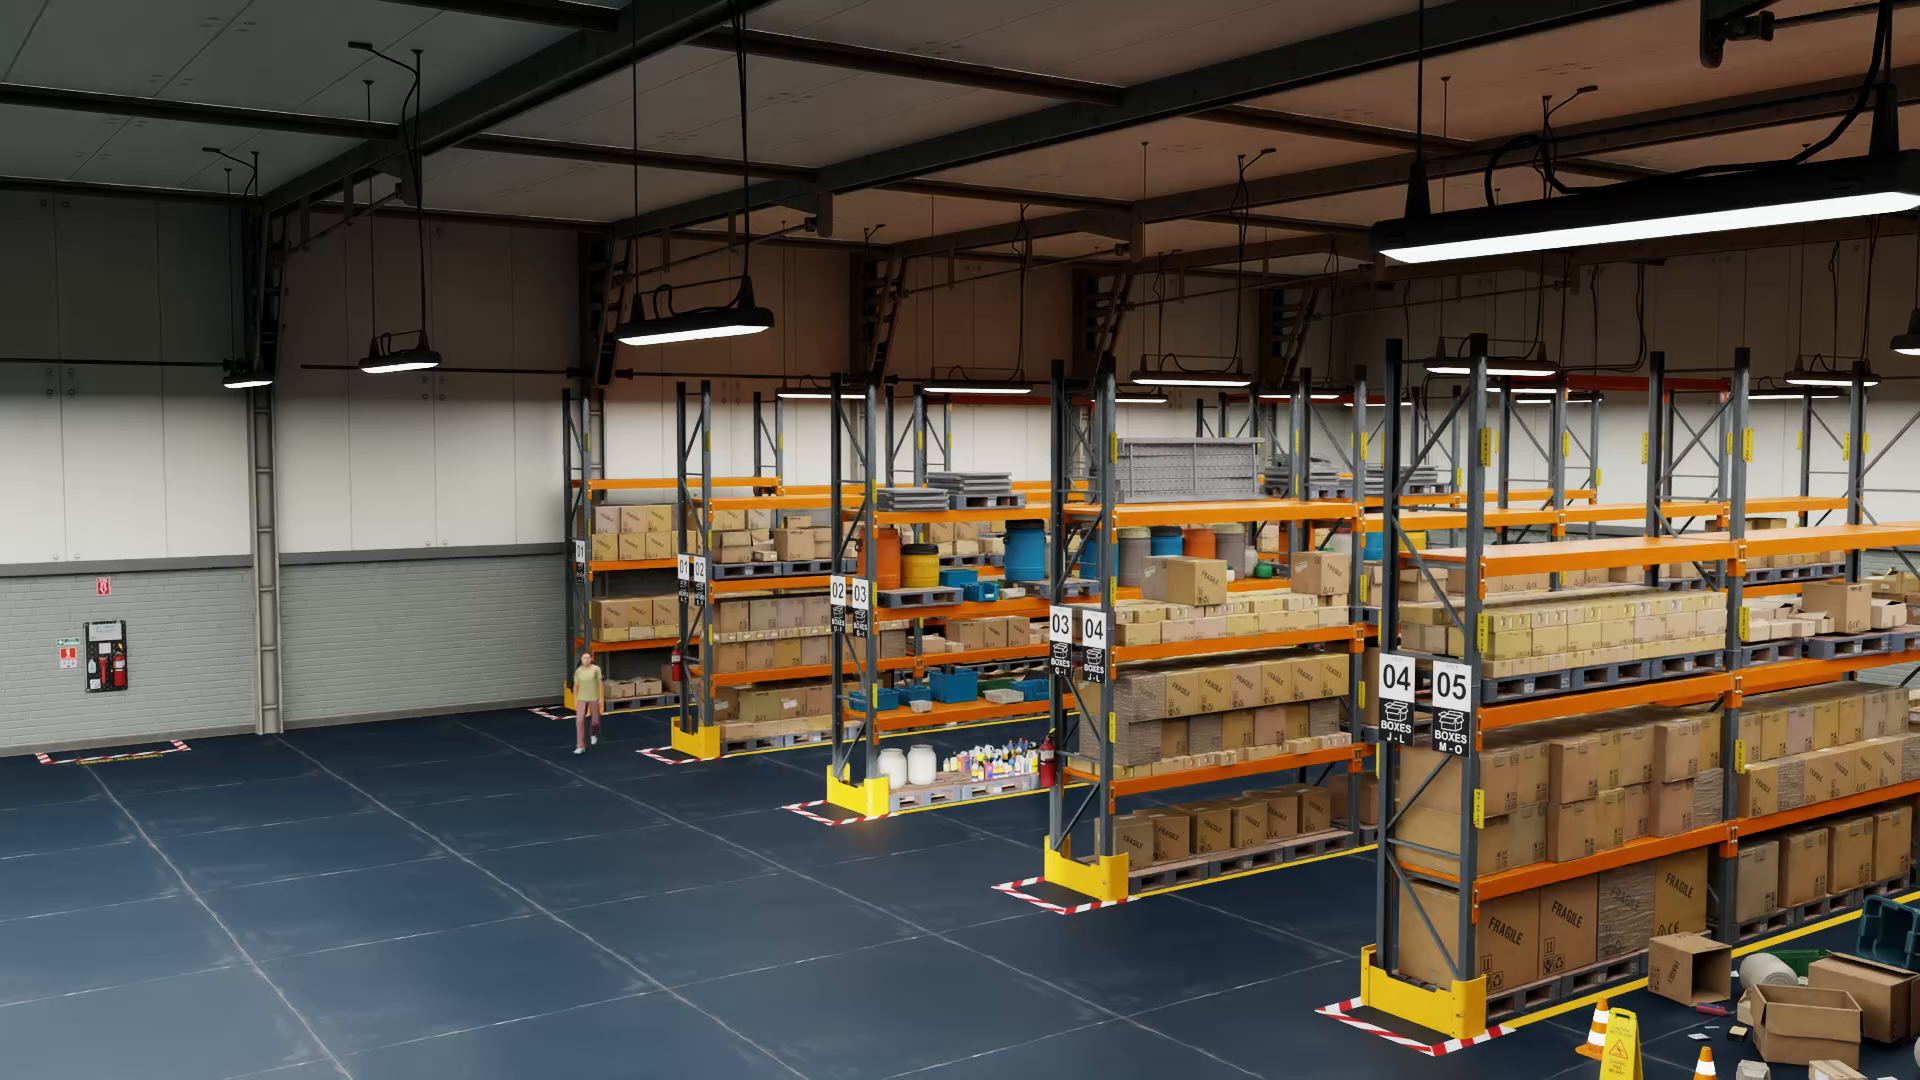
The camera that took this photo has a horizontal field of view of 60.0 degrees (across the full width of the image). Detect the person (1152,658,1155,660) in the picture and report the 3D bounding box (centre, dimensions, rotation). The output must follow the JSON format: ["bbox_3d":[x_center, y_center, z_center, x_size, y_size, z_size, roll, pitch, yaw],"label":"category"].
[{"bbox_3d":[3.237,2.398,29.716,0.533,1.722,0.605,-2,4,-33],"label":"person"}]

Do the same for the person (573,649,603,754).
[{"bbox_3d":[-6.036,2.596,26.990,0.495,1.647,0.810,0,4,-2],"label":"person"}]
